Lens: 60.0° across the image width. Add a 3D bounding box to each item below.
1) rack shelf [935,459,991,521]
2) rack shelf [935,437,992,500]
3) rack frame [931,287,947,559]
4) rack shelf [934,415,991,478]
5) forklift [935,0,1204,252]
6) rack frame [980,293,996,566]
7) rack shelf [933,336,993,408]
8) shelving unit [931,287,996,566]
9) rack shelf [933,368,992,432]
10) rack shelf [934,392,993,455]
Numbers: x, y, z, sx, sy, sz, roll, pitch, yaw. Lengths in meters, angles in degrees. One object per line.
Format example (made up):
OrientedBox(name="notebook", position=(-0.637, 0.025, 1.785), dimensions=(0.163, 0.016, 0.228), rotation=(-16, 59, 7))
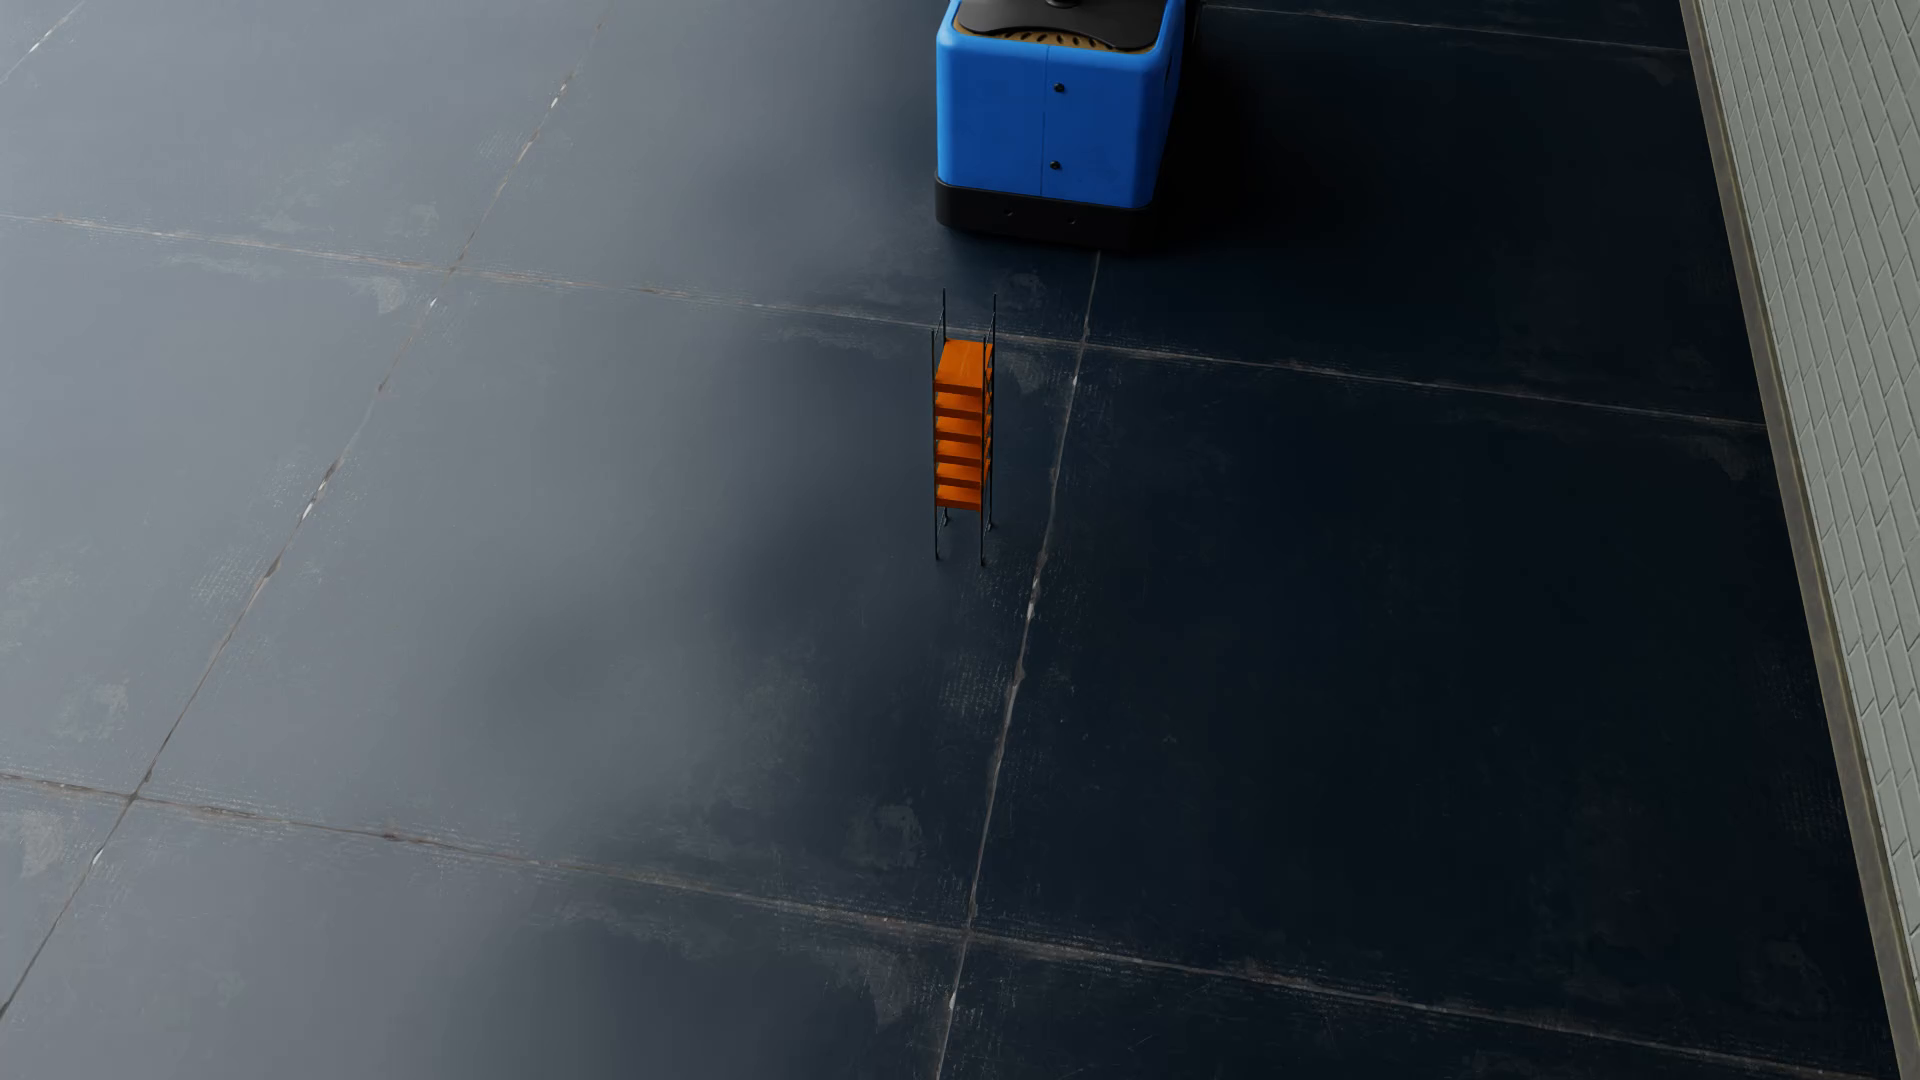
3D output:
OrientedBox(name="rack shelf", position=(0.014, -0.209, 6.486), dimensions=(0.180, 0.103, 0.258), rotation=(8, 49, 7))
OrientedBox(name="rack shelf", position=(0.014, -0.289, 6.396), dimensions=(0.180, 0.103, 0.258), rotation=(8, 49, 7))
OrientedBox(name="rack frame", position=(-0.076, -0.411, 6.285), dimensions=(0.006, 1.200, 0.240), rotation=(8, 49, 7))
OrientedBox(name="rack shelf", position=(0.014, -0.369, 6.307), dimensions=(0.180, 0.103, 0.258), rotation=(8, 49, 7))
OrientedBox(name="forklift", position=(0.693, -3.460, 7.860), dimensions=(1.130, 2.935, 3.031), rotation=(9, 49, 8))
OrientedBox(name="rack frame", position=(0.104, -0.387, 6.263), dimensions=(0.006, 1.200, 0.240), rotation=(8, 49, 7))
OrientedBox(name="rack shelf", position=(0.014, -0.610, 6.039), dimensions=(0.180, 0.103, 0.258), rotation=(8, 49, 7))
OrientedBox(name="shelving unit", position=(0.014, -0.399, 6.274), dimensions=(0.189, 1.200, 0.258), rotation=(8, 49, 7))
OrientedBox(name="rack shelf", position=(0.014, -0.530, 6.128), dimensions=(0.180, 0.103, 0.258), rotation=(8, 49, 7))
OrientedBox(name="rack shelf", position=(0.014, -0.450, 6.218), dimensions=(0.180, 0.103, 0.258), rotation=(8, 49, 7))
